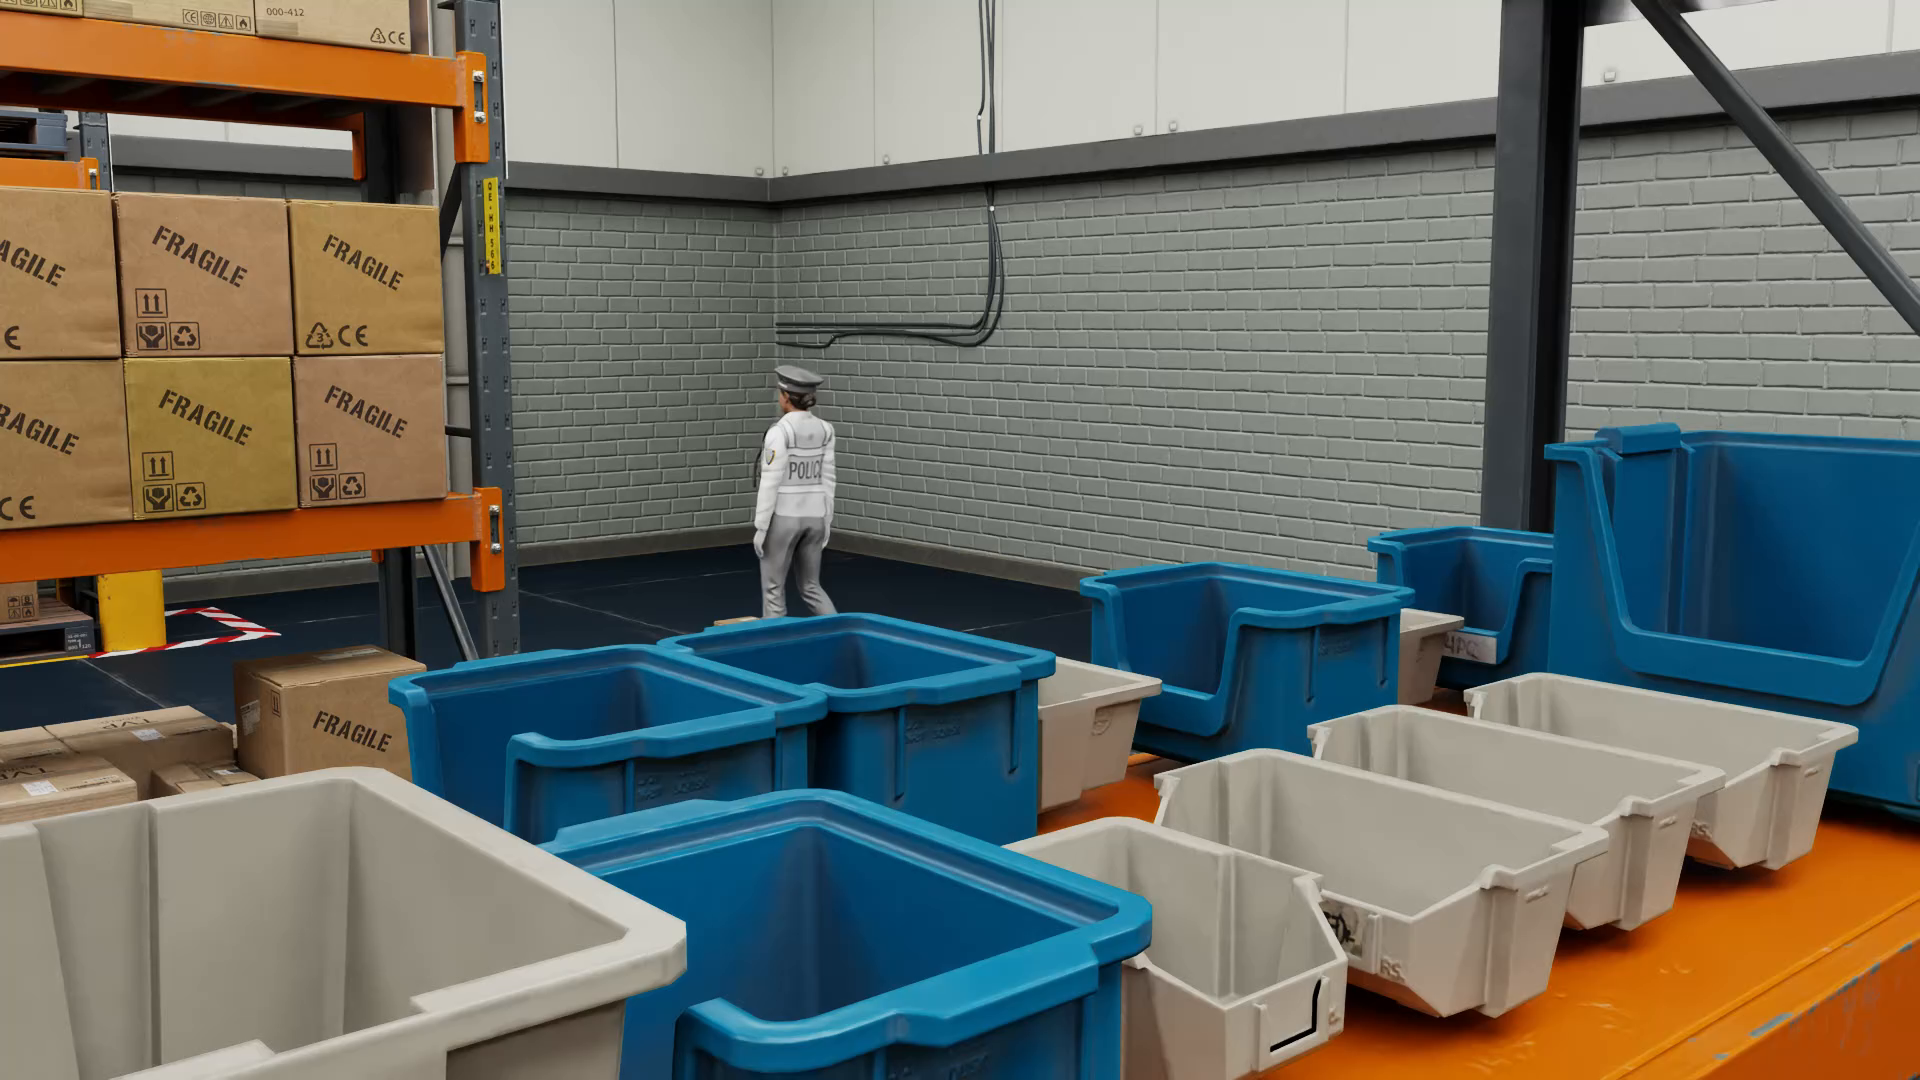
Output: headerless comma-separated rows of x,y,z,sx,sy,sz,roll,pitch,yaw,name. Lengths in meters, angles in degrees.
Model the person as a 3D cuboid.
-0.909,-0.090,8.846,0.508,1.680,0.512,7,10,43,person
